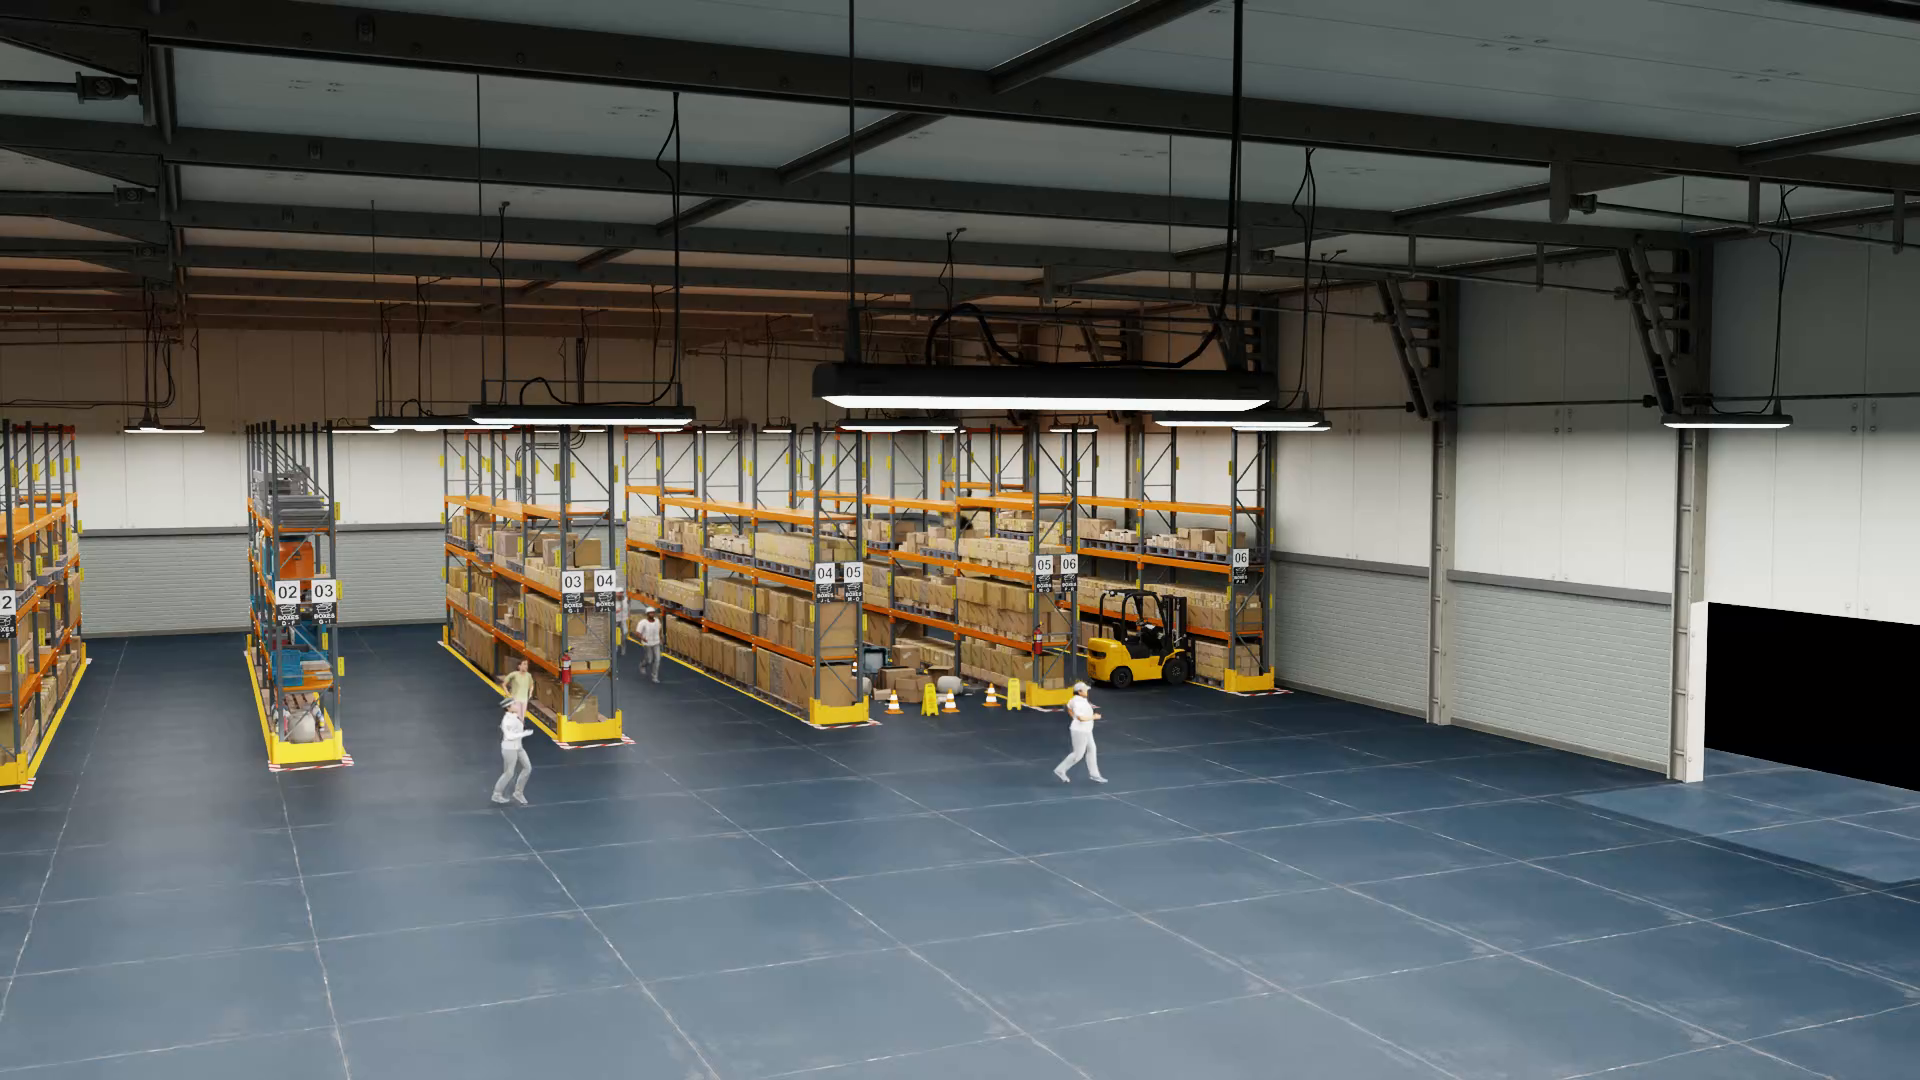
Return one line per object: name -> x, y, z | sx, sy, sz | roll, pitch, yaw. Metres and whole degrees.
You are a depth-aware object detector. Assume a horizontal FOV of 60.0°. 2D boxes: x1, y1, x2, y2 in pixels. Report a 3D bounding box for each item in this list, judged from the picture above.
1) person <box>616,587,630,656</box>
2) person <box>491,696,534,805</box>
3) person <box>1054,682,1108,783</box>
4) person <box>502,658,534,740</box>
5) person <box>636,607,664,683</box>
person -> -8.937, 2.125, 43.589 | 0.678, 1.819, 0.858 | -2, 4, -29
person -> -6.904, 3.269, 25.743 | 0.663, 1.734, 0.592 | 0, 4, 2
person -> 1.986, 3.160, 27.263 | 0.880, 1.665, 0.608 | 0, 4, 6
person -> -8.145, 2.991, 30.813 | 0.591, 1.608, 0.517 | -3, 5, -44
person -> -7.222, 2.436, 38.819 | 0.699, 1.758, 0.850 | -2, 4, -34
